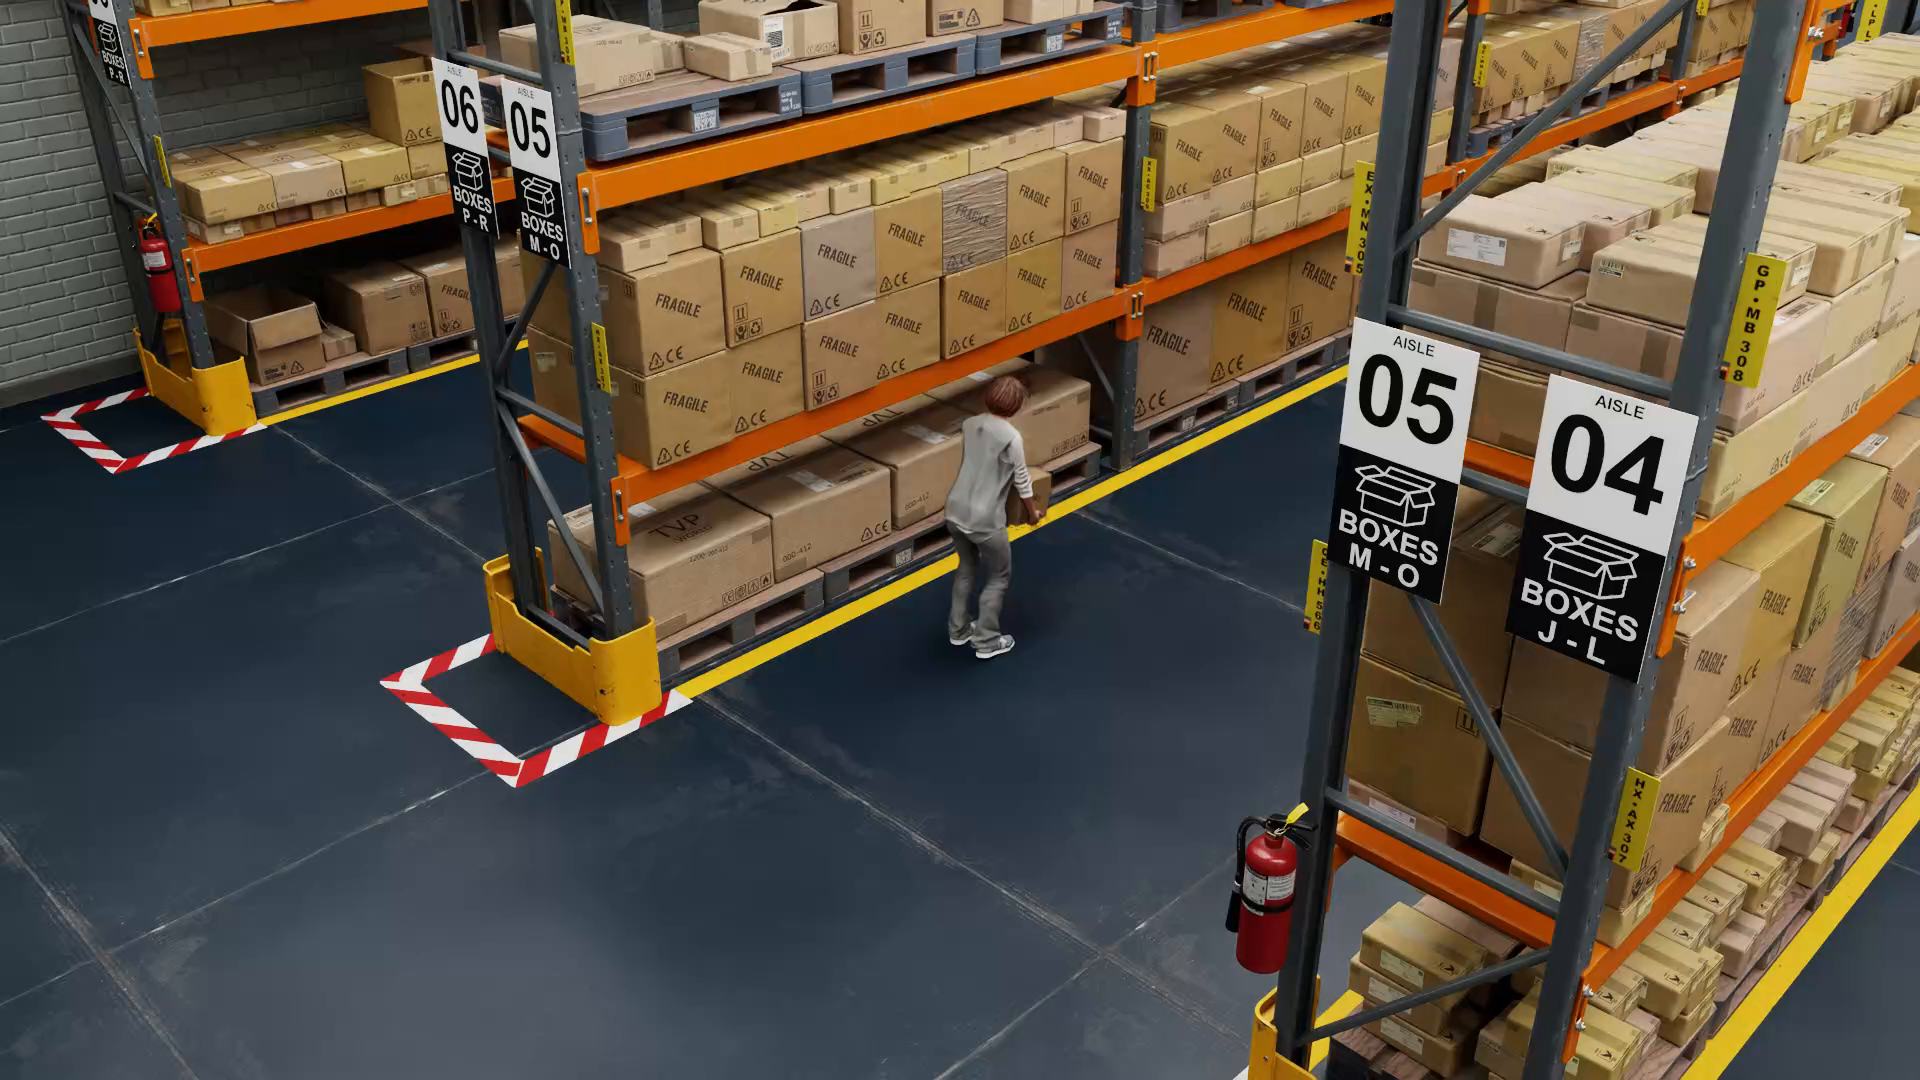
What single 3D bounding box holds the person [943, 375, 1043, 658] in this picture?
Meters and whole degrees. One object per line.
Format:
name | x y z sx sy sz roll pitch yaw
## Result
person | 0.162 -0.116 8.925 0.376 1.533 0.547 24 36 37
